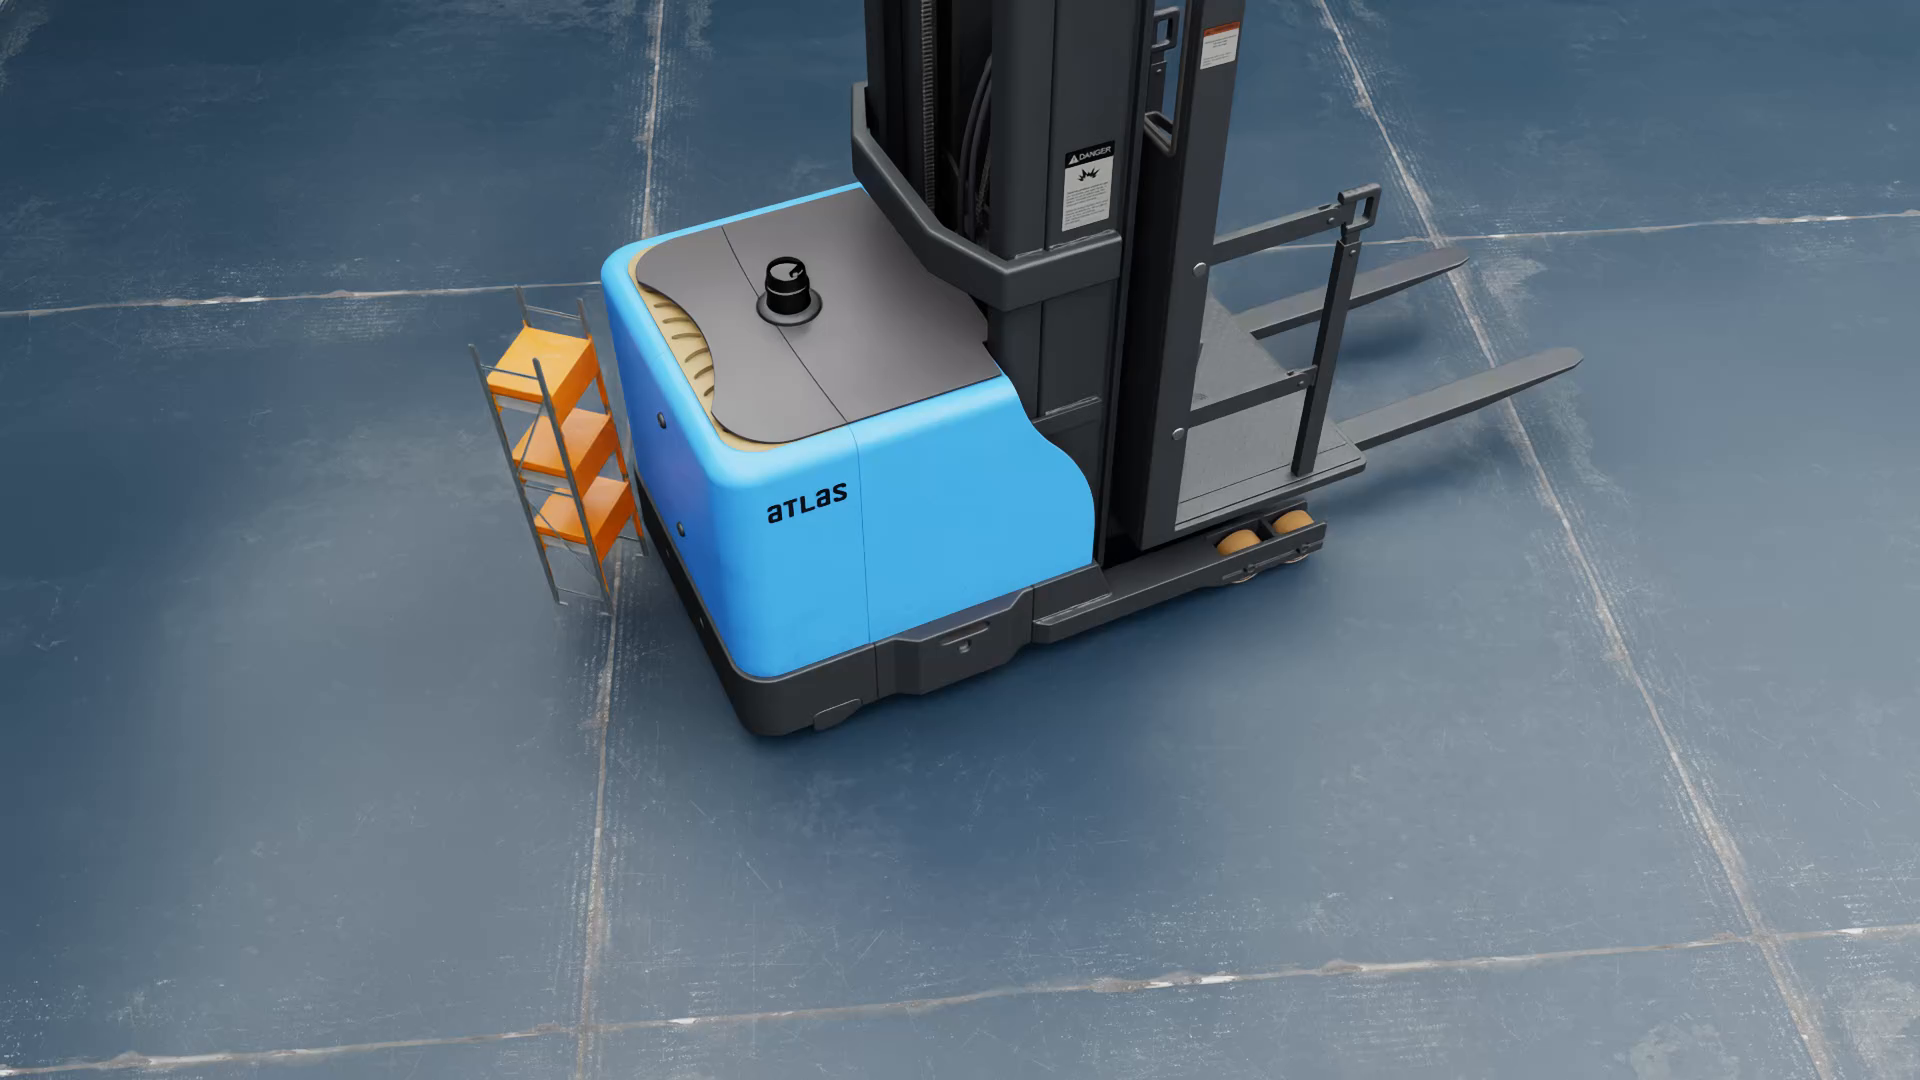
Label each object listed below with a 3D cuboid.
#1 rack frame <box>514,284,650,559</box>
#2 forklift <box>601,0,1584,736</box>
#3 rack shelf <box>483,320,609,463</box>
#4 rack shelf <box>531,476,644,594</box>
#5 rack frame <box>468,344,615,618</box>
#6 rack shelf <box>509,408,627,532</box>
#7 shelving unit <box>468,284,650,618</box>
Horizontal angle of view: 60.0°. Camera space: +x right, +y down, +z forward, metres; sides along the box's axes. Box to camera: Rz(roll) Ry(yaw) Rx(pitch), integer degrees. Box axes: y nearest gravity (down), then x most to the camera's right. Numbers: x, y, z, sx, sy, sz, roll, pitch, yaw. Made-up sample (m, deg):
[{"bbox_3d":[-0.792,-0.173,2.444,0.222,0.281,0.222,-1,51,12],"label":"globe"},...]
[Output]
[{"bbox_3d":[-1.078,-0.311,4.804,0.200,1.050,0.008,13,50,13],"label":"rack frame"},{"bbox_3d":[0.565,-1.204,4.372,3.031,2.935,1.130,-19,50,-17],"label":"forklift"},{"bbox_3d":[-1.124,-0.404,4.523,0.215,0.259,0.240,13,50,13],"label":"rack shelf"},{"bbox_3d":[-1.107,-0.033,4.945,0.215,0.259,0.240,13,50,13],"label":"rack shelf"},{"bbox_3d":[-1.154,-0.136,4.653,0.200,1.050,0.008,13,50,13],"label":"rack frame"},{"bbox_3d":[-1.116,-0.216,4.737,0.215,0.259,0.240,13,50,13],"label":"rack shelf"},{"bbox_3d":[-1.116,-0.223,4.729,0.215,1.050,0.252,13,50,13],"label":"shelving unit"}]
